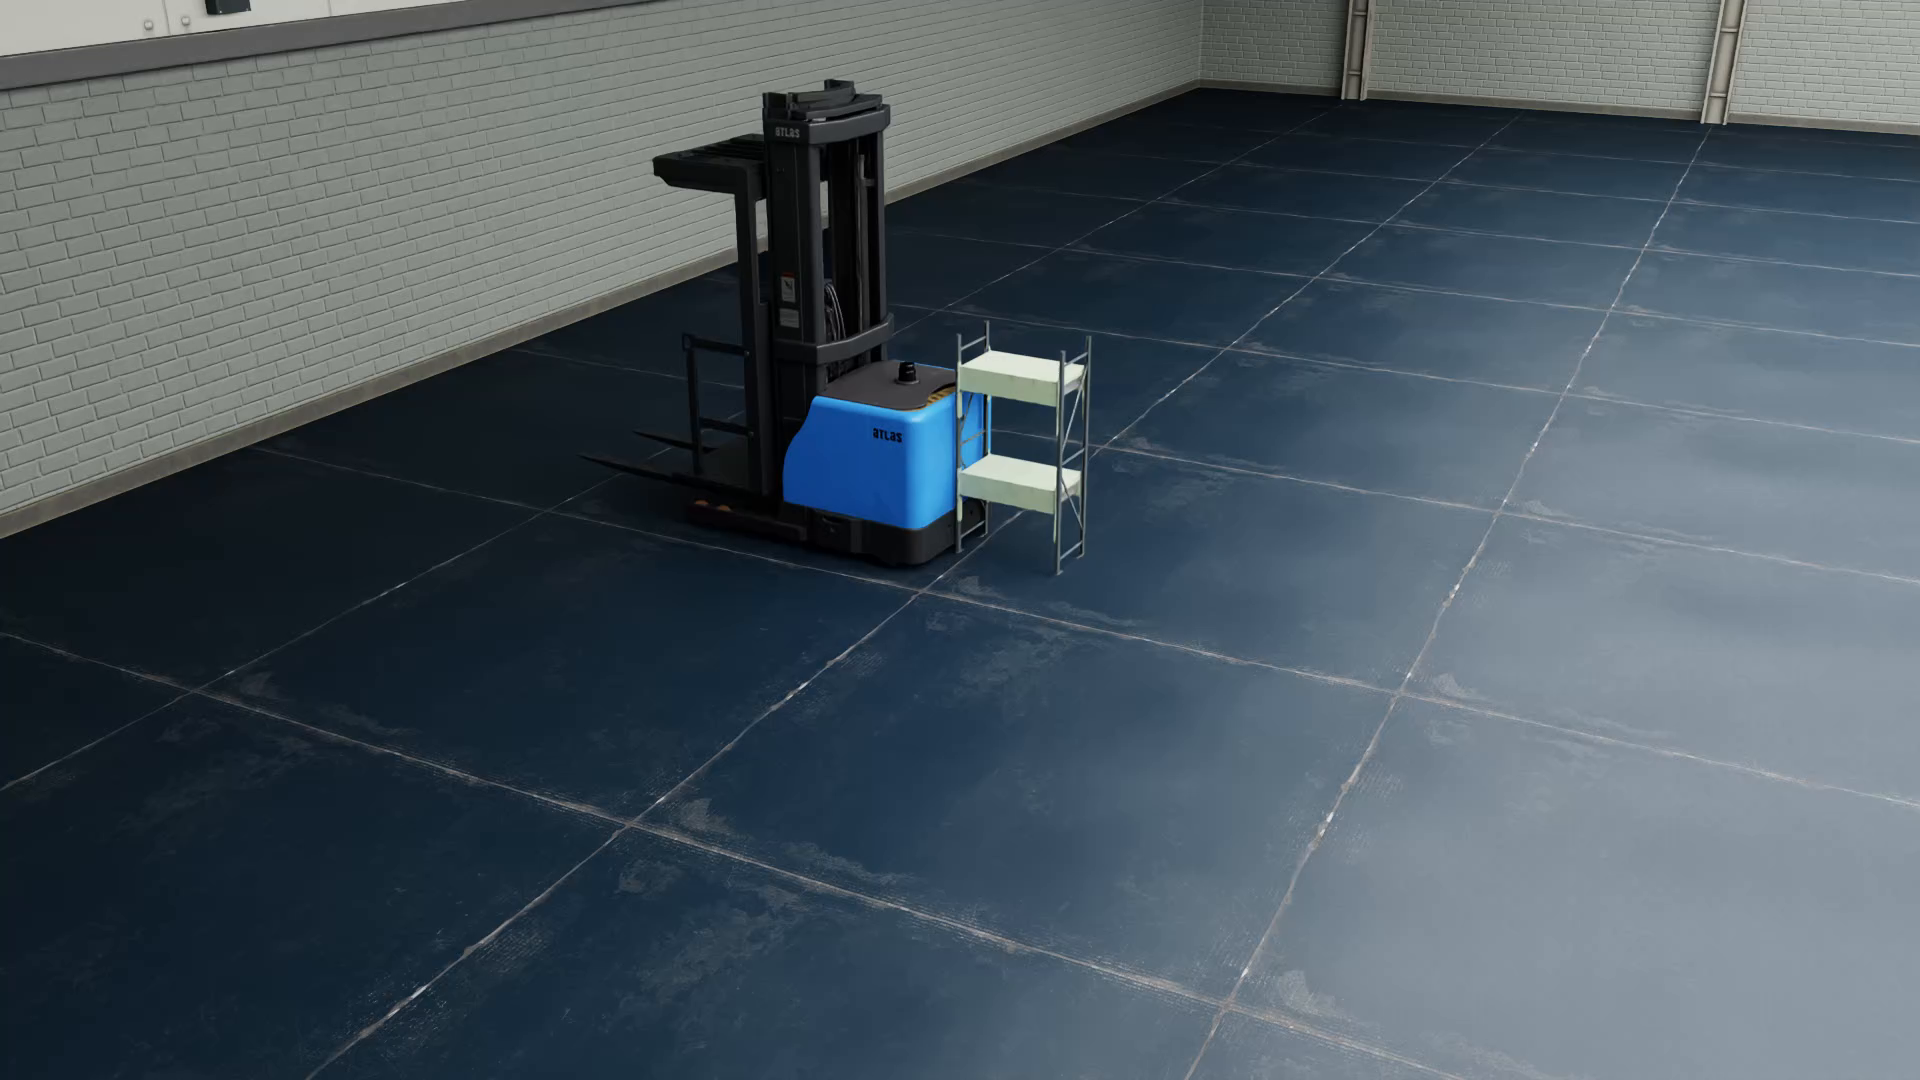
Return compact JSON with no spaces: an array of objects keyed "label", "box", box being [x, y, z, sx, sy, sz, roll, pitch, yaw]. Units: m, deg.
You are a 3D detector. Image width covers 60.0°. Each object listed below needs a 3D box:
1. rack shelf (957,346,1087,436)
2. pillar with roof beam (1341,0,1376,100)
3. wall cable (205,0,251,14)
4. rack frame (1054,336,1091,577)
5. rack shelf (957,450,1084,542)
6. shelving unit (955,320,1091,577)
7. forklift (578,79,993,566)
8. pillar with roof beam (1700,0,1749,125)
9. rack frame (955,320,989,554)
[{"label":"rack shelf","box":[0.398,-0.953,10.578,0.720,0.370,0.431,13,26,27]},{"label":"pillar with roof beam","box":[5.150,-10.590,24.652,0.400,9.000,9.100,11,25,25]},{"label":"wall cable","box":[-4.855,-6.951,11.752,0.169,6.003,2.305,11,25,25]},{"label":"rack frame","box":[0.715,-0.523,10.563,0.023,1.500,0.400,13,26,27]},{"label":"rack shelf","box":[0.398,-0.294,10.858,0.720,0.370,0.431,13,26,27]},{"label":"shelving unit","box":[0.398,-0.594,10.730,0.755,1.500,0.431,13,26,27]},{"label":"forklift","box":[-1.312,-1.583,11.228,3.031,2.935,1.130,13,26,27]},{"label":"pillar with roof beam","box":[10.505,-9.530,22.161,0.400,9.000,9.100,11,25,25]},{"label":"rack frame","box":[0.080,-0.665,10.898,0.023,1.500,0.400,13,26,27]}]
